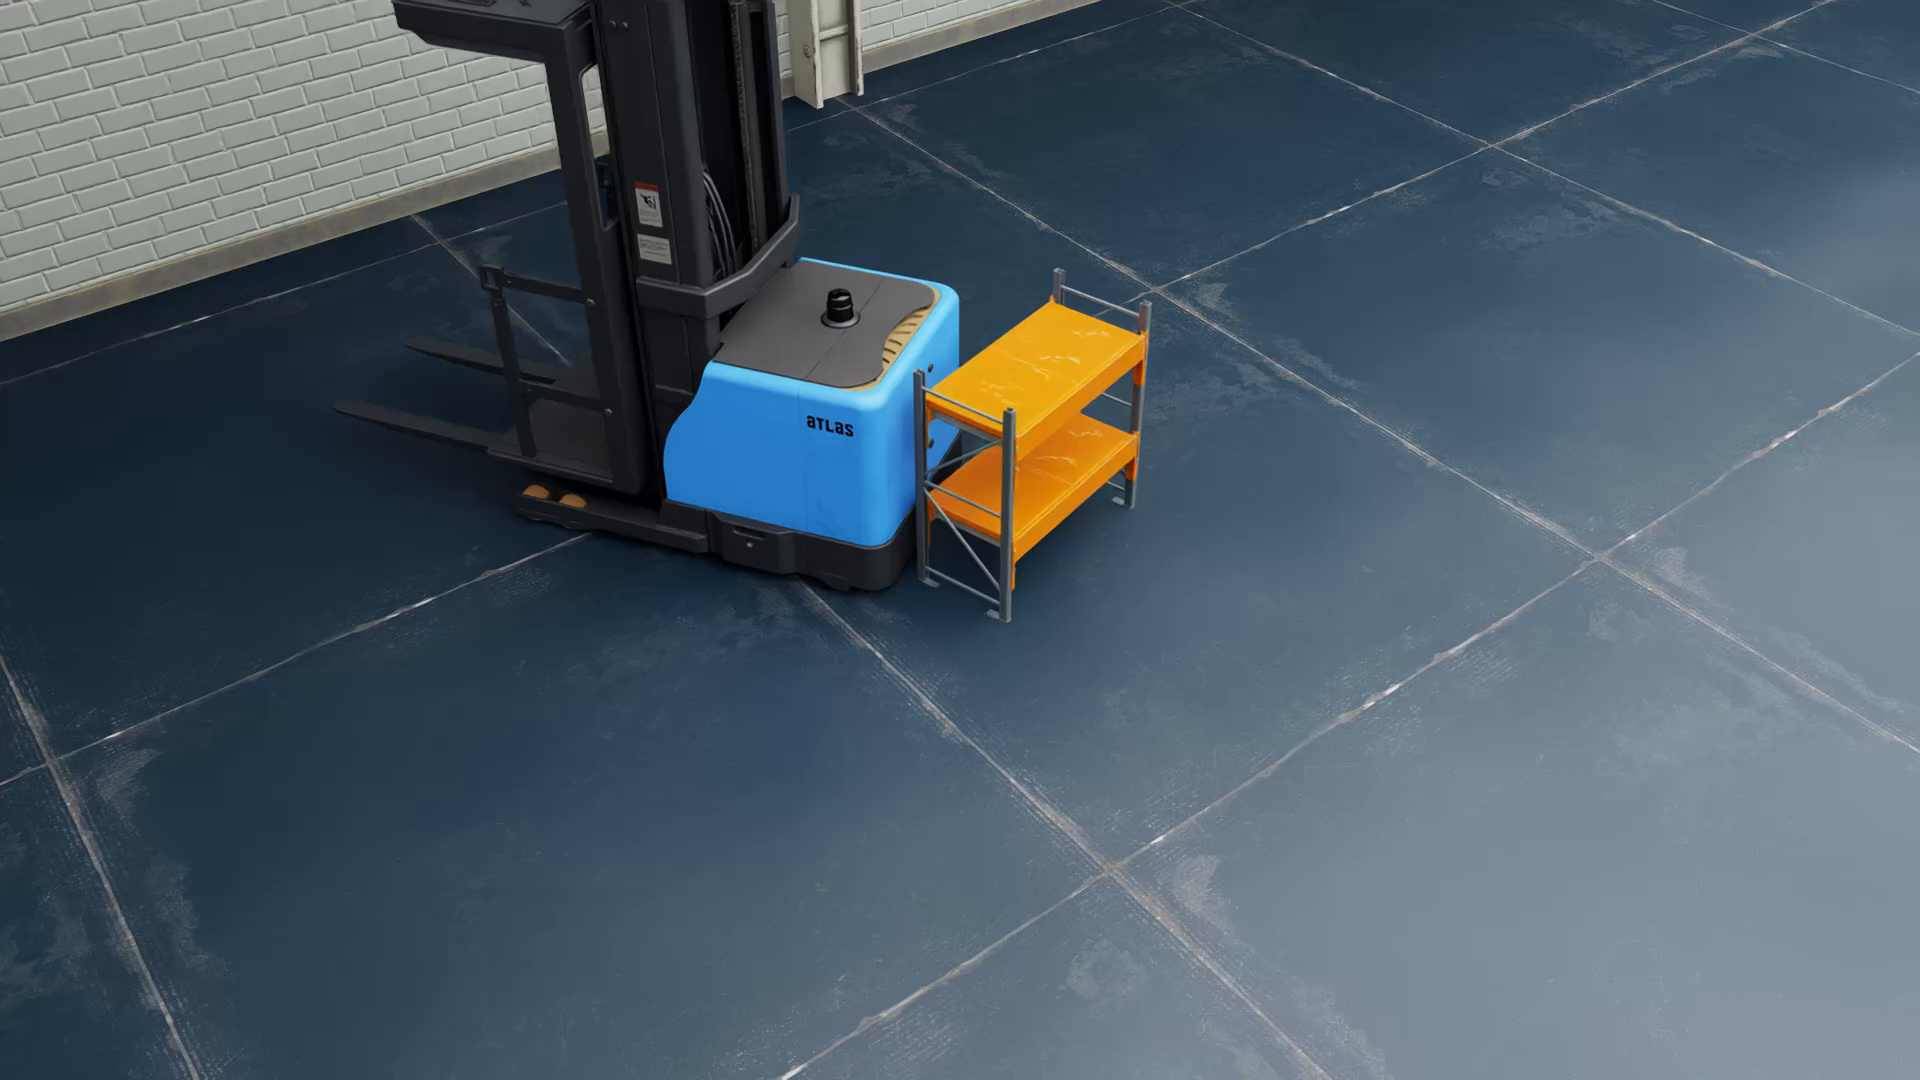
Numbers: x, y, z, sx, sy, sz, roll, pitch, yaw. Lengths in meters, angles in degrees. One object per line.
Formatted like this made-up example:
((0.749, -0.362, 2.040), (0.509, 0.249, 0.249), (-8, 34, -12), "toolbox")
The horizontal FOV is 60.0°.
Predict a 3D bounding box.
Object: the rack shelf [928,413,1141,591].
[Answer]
((0.321, -0.238, 7.539), (0.538, 0.278, 1.000), (26, 46, 28), "rack shelf")

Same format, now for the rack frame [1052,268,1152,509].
((0.627, -0.685, 7.698), (0.500, 1.125, 0.032), (26, 46, 28), "rack frame")

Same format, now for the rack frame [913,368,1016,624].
((0.015, -0.169, 7.070), (0.500, 1.125, 0.032), (26, 46, 28), "rack frame")

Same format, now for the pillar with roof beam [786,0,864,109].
((1.712, -4.406, 6.026), (0.400, 9.000, 9.100), (-26, 46, -28), "pillar with roof beam")

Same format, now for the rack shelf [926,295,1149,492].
((0.321, -0.653, 7.198), (0.538, 0.278, 1.000), (26, 46, 28), "rack shelf")

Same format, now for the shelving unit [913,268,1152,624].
((0.321, -0.427, 7.384), (0.538, 1.125, 1.048), (26, 46, 28), "shelving unit")

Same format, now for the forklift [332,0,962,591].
((-1.562, -1.481, 7.244), (3.031, 2.935, 1.130), (13, 41, 16), "forklift")
